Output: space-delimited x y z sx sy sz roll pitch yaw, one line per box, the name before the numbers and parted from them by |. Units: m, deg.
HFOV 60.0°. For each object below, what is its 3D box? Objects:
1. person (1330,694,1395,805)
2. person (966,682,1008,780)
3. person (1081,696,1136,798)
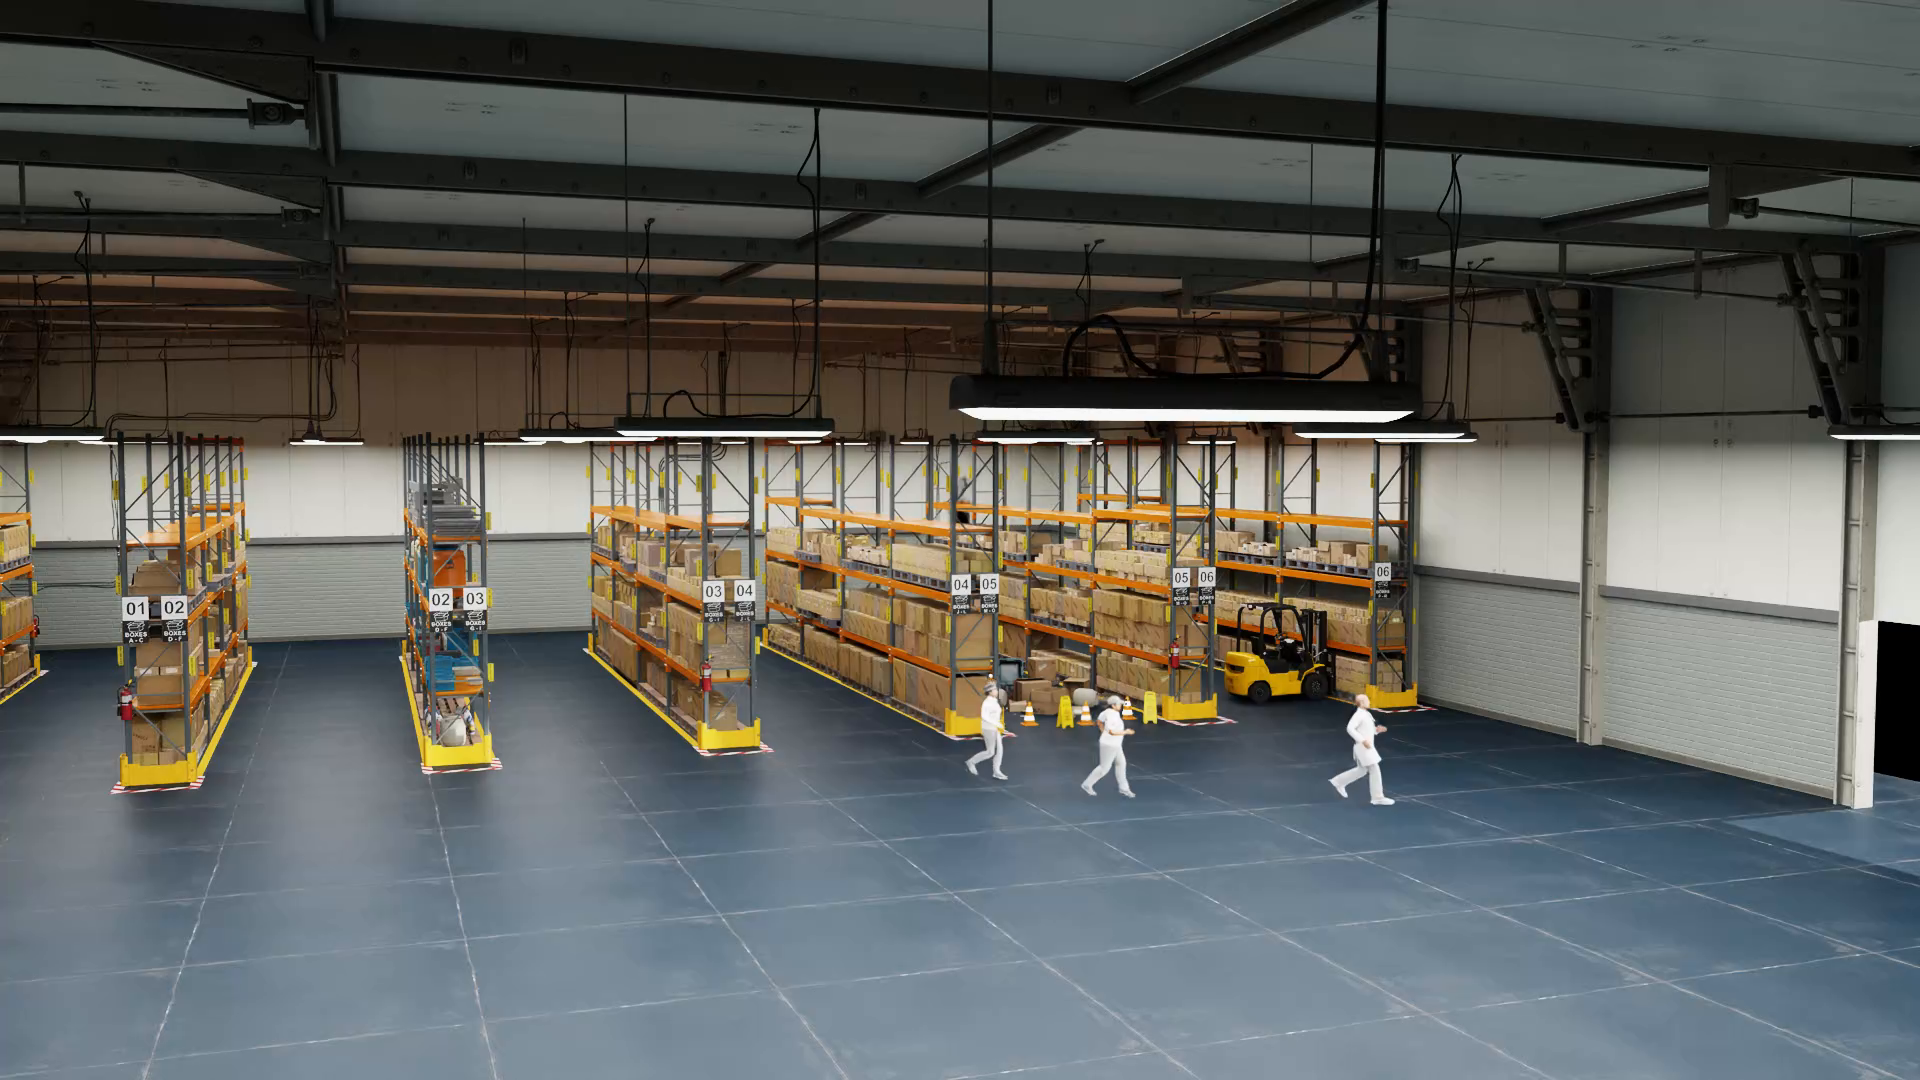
person | 6.464 3.348 26.669 1.007 1.754 0.715 1 3 15
person | 0.509 3.293 28.797 0.687 1.696 0.644 1 3 16
person | 2.427 3.380 27.143 0.901 1.684 0.568 0 3 7
